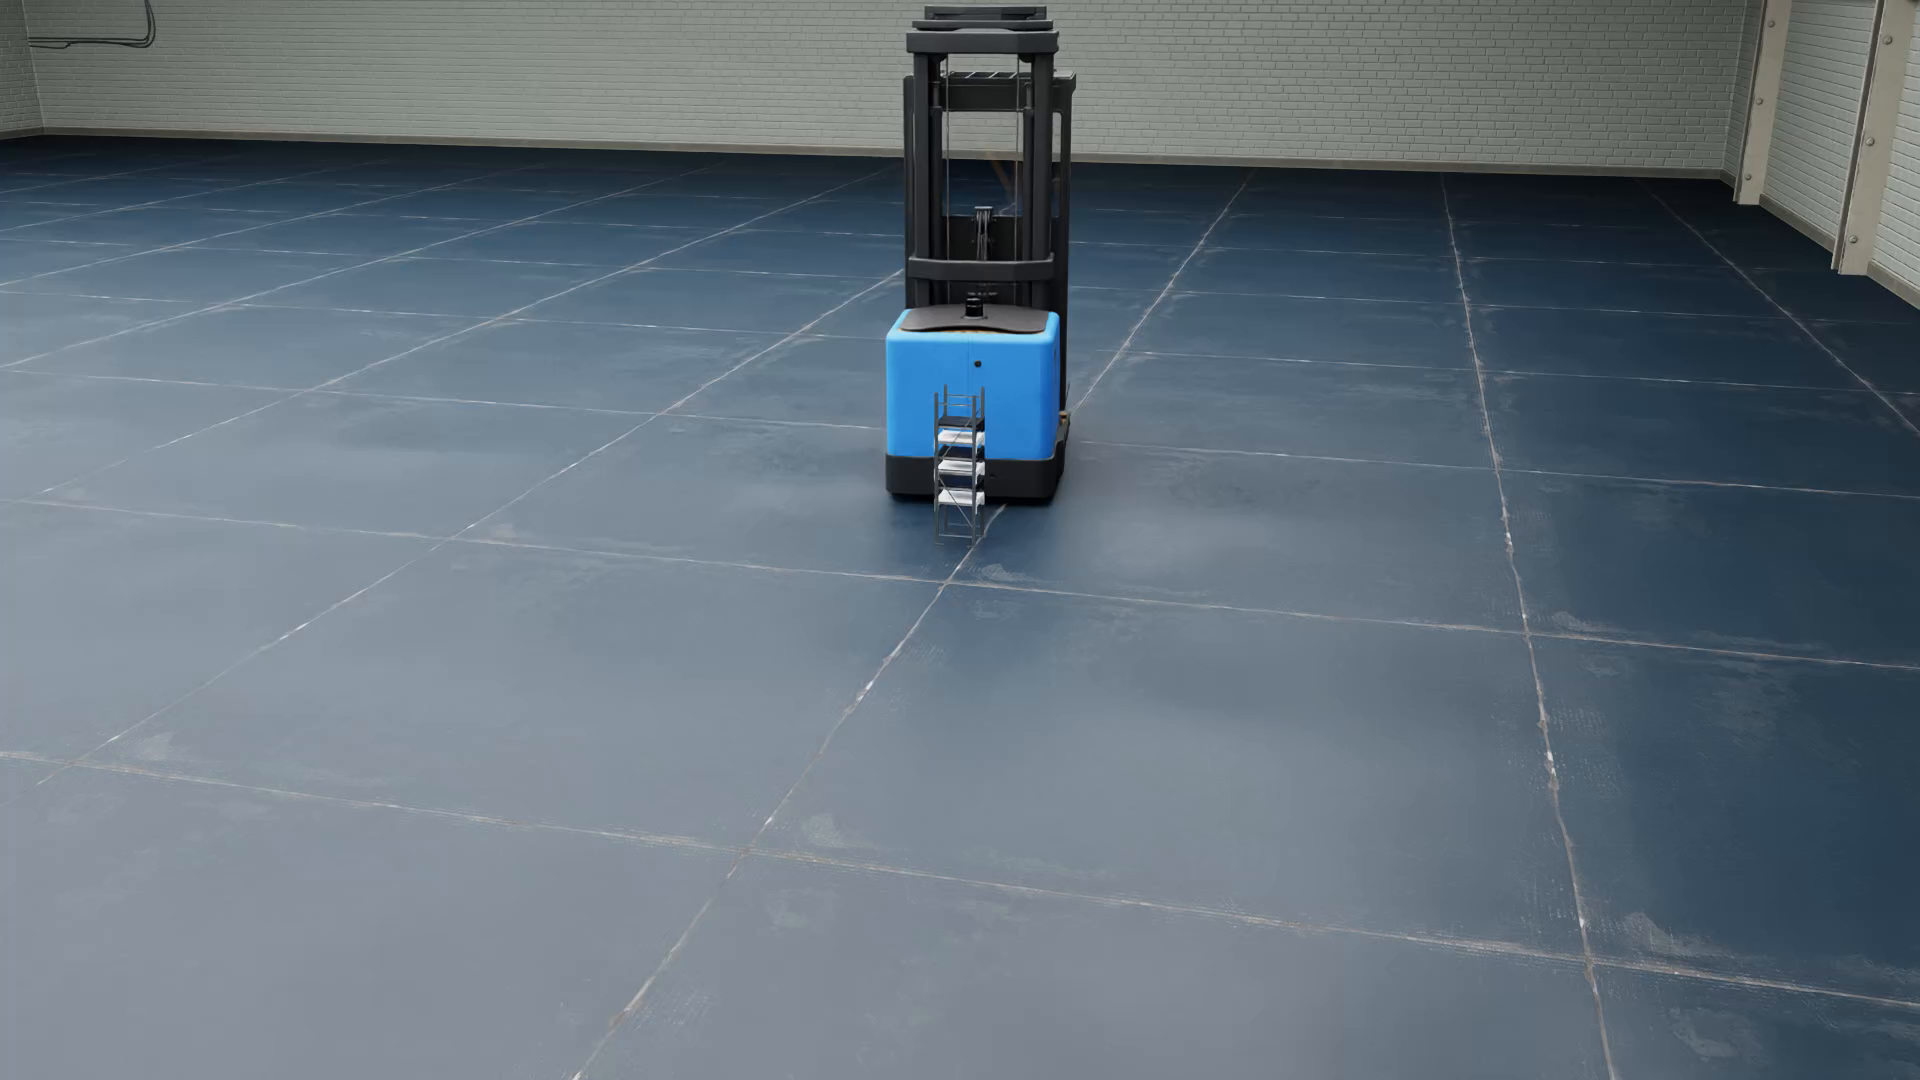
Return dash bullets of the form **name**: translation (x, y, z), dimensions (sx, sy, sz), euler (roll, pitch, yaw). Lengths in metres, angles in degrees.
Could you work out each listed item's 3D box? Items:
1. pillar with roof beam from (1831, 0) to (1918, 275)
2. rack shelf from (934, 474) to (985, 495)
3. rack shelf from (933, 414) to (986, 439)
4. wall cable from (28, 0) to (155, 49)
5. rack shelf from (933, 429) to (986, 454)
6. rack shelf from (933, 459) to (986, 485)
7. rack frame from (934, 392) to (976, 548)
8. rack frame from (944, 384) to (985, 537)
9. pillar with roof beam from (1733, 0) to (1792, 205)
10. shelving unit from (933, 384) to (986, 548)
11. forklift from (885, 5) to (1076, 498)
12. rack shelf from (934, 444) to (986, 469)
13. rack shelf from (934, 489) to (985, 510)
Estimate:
- **pillar with roof beam**: translation (5.652, -7.559, 17.897), dimensions (9.100, 9.000, 0.400), euler (5, 19, 13)
- **rack shelf**: translation (-0.002, -0.307, 9.575), dimensions (0.258, 0.077, 0.200), euler (5, 19, 13)
- **rack shelf**: translation (-0.002, -0.647, 9.458), dimensions (0.258, 0.077, 0.200), euler (5, 19, 13)
- **wall cable**: translation (-17.251, -10.937, 32.590), dimensions (3.097, 2.526, 0.112), euler (5, 19, 13)
- **rack shelf**: translation (-0.002, -0.562, 9.487), dimensions (0.258, 0.077, 0.200), euler (5, 19, 13)
- **rack shelf**: translation (-0.002, -0.392, 9.545), dimensions (0.258, 0.077, 0.200), euler (5, 19, 13)
- **rack frame**: translation (-0.027, -0.391, 9.441), dimensions (0.240, 0.900, 0.006), euler (5, 19, 13)
- **rack frame**: translation (0.023, -0.455, 9.628), dimensions (0.240, 0.900, 0.006), euler (5, 19, 13)
- **pillar with roof beam**: translation (7.118, -9.440, 23.403), dimensions (9.100, 9.000, 0.400), euler (5, 19, 13)
- **shelving unit**: translation (-0.002, -0.423, 9.535), dimensions (0.258, 0.900, 0.210), euler (5, 19, 13)
- **forklift**: translation (0.203, -2.078, 11.237), dimensions (1.130, 2.935, 3.031), euler (2, 19, 6)
- **rack shelf**: translation (-0.002, -0.477, 9.516), dimensions (0.258, 0.077, 0.200), euler (5, 19, 13)
- **rack shelf**: translation (-0.002, -0.221, 9.604), dimensions (0.258, 0.077, 0.200), euler (5, 19, 13)
